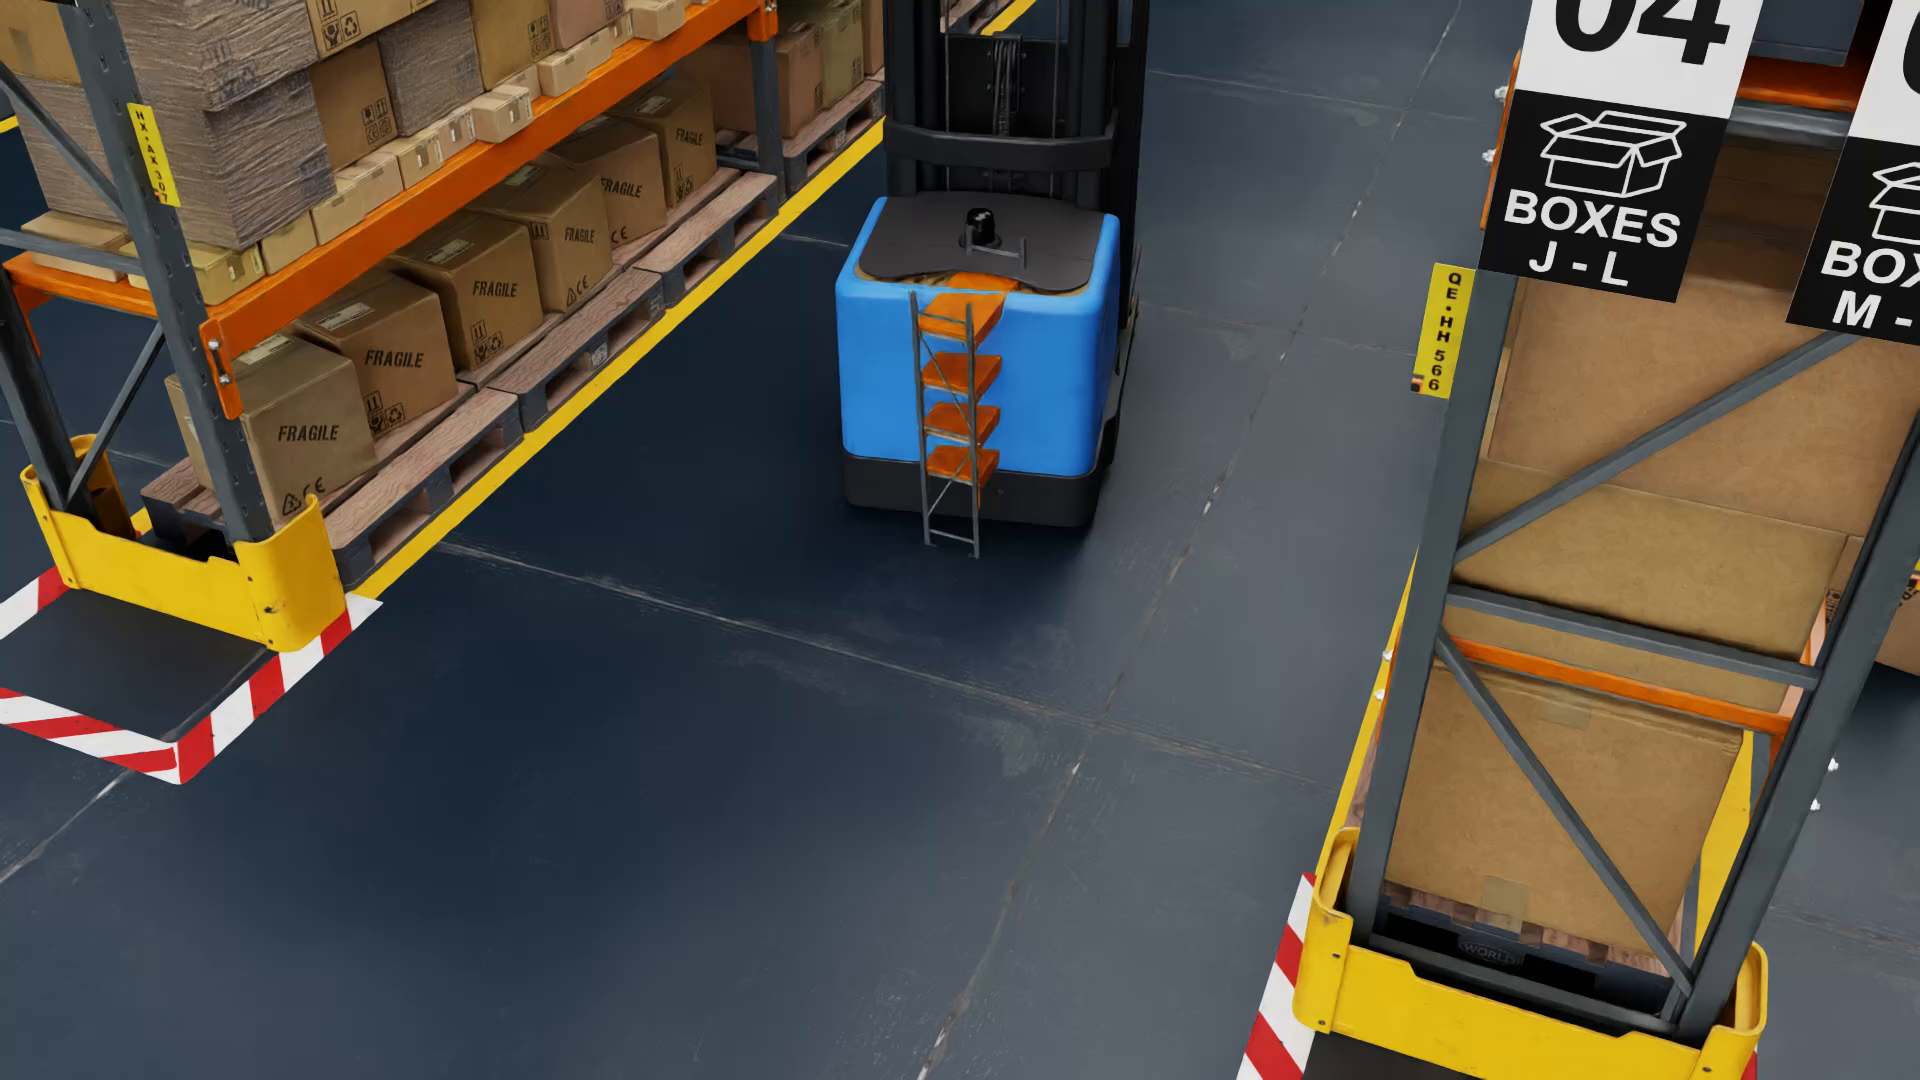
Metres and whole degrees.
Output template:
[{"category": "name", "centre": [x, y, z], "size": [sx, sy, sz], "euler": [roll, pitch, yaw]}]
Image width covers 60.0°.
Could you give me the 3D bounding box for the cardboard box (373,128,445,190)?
[{"category": "cardboard box", "centre": [-2.247, -1.508, 6.472], "size": [0.380, 0.149, 0.250], "euler": [14, 39, 18]}]

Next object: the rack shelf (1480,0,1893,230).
[{"category": "rack shelf", "centre": [2.334, -1.791, 4.736], "size": [1.077, 0.370, 4.000], "euler": [14, 39, 18]}]

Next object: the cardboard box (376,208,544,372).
[{"category": "cardboard box", "centre": [-2.271, -1.146, 7.515], "size": [0.500, 0.500, 0.500], "euler": [18, 40, 22]}]

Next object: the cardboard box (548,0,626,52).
[{"category": "cardboard box", "centre": [-2.001, -2.526, 7.292], "size": [0.875, 0.500, 0.500], "euler": [14, 39, 18]}]

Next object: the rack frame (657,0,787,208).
[{"category": "rack frame", "centre": [-1.453, -3.171, 8.487], "size": [1.000, 3.000, 0.127], "euler": [14, 39, 18]}]

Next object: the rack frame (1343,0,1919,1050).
[{"category": "rack frame", "centre": [1.573, 0.230, 3.937], "size": [1.000, 3.000, 0.127], "euler": [14, 39, 18]}]

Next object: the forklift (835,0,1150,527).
[{"category": "forklift", "centre": [0.268, -2.105, 7.117], "size": [1.130, 2.935, 3.031], "euler": [6, 37, 8]}]

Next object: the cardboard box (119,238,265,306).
[{"category": "cardboard box", "centre": [-2.646, -0.959, 5.737], "size": [0.380, 0.149, 0.250], "euler": [14, 39, 18]}]

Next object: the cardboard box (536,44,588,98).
[{"category": "cardboard box", "centre": [-1.847, -2.057, 7.206], "size": [0.380, 0.149, 0.250], "euler": [14, 39, 18]}]

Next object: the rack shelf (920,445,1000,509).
[{"category": "rack shelf", "centre": [0.061, -0.354, 6.643], "size": [0.258, 0.148, 0.480], "euler": [15, 44, 19]}]

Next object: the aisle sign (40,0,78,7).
[{"category": "aisle sign", "centre": [-2.721, -1.895, 4.608], "size": [0.394, 0.787, 0.004], "euler": [14, 39, 18]}]

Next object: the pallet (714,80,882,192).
[{"category": "pallet", "centre": [-1.158, -2.485, 9.899], "size": [1.003, 0.211, 1.213], "euler": [14, 39, 18]}]

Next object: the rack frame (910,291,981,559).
[{"category": "rack frame", "centre": [-0.049, -0.406, 6.303], "size": [0.240, 1.200, 0.015], "euler": [15, 44, 19]}]

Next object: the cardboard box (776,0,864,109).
[{"category": "cardboard box", "centre": [-1.001, -2.941, 9.899], "size": [0.700, 0.500, 0.500], "euler": [14, 39, 17]}]

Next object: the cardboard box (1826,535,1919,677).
[{"category": "cardboard box", "centre": [3.454, 0.109, 6.185], "size": [0.500, 0.500, 0.500], "euler": [21, 42, 25]}]

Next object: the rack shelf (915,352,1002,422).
[{"category": "rack shelf", "centre": [0.047, -0.672, 6.366], "size": [0.258, 0.148, 0.480], "euler": [15, 44, 19]}]

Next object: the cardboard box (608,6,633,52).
[{"category": "cardboard box", "centre": [-1.727, -2.351, 7.600], "size": [0.380, 0.149, 0.250], "euler": [14, 39, 18]}]

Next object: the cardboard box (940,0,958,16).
[{"category": "cardboard box", "centre": [-0.367, -3.875, 11.149], "size": [0.700, 0.500, 0.500], "euler": [11, 38, 14]}]

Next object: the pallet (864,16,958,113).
[{"category": "pallet", "centre": [-0.696, -3.163, 10.806], "size": [1.003, 0.211, 1.213], "euler": [14, 39, 18]}]

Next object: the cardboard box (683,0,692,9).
[{"category": "cardboard box", "centre": [-1.518, -2.623, 7.964], "size": [0.380, 0.149, 0.250], "euler": [14, 39, 18]}]

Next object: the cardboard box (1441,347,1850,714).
[{"category": "cardboard box", "centre": [1.673, -0.046, 4.181], "size": [0.875, 0.550, 0.550], "euler": [14, 39, 18]}]

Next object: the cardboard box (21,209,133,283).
[{"category": "cardboard box", "centre": [-3.058, -1.060, 5.873], "size": [0.380, 0.149, 0.250], "euler": [14, 39, 18]}]

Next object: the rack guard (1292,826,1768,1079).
[{"category": "rack guard", "centre": [1.564, 1.244, 4.668], "size": [1.175, 0.500, 0.348], "euler": [14, 39, 18]}]

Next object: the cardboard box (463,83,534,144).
[{"category": "cardboard box", "centre": [-1.986, -1.767, 6.819], "size": [0.380, 0.149, 0.250], "euler": [14, 39, 18]}]

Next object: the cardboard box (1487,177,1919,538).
[{"category": "cardboard box", "centre": [1.750, -0.460, 3.832], "size": [0.875, 0.550, 0.550], "euler": [14, 39, 18]}]

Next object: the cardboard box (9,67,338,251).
[{"category": "cardboard box", "centre": [-2.740, -1.414, 5.804], "size": [0.875, 0.500, 0.500], "euler": [14, 39, 18]}]

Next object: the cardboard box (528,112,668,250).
[{"category": "cardboard box", "centre": [-1.853, -1.807, 8.399], "size": [0.500, 0.500, 0.500], "euler": [27, 45, 32]}]

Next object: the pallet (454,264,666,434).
[{"category": "pallet", "centre": [-2.139, -0.996, 7.906], "size": [1.003, 0.211, 1.213], "euler": [14, 39, 18]}]

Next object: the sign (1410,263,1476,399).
[{"category": "sign", "centre": [1.077, -0.460, 3.695], "size": [0.100, 0.325, 0.005], "euler": [14, 39, 18]}]

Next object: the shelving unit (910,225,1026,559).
[{"category": "shelving unit", "centre": [0.052, -0.554, 6.469], "size": [0.258, 1.200, 0.503], "euler": [15, 44, 19]}]

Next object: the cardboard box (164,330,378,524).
[{"category": "cardboard box", "centre": [-2.722, -0.465, 6.604], "size": [0.500, 0.500, 0.500], "euler": [21, 42, 26]}]

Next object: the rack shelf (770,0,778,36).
[{"category": "rack shelf", "centre": [-0.692, -3.990, 10.184], "size": [1.077, 0.370, 4.000], "euler": [14, 39, 18]}]

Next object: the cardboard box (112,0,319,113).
[{"category": "cardboard box", "centre": [-2.514, -1.758, 5.430], "size": [0.500, 0.500, 0.500], "euler": [14, 39, 18]}]

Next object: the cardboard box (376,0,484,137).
[{"category": "cardboard box", "centre": [-2.431, -1.985, 6.568], "size": [0.875, 0.500, 0.500], "euler": [14, 39, 18]}]

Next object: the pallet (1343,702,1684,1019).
[{"category": "pallet", "centre": [1.805, 0.886, 5.388], "size": [1.003, 0.211, 1.213], "euler": [14, 39, 18]}]

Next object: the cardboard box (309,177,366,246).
[{"category": "cardboard box", "centre": [-2.424, -1.228, 6.097], "size": [0.380, 0.149, 0.250], "euler": [14, 39, 18]}]

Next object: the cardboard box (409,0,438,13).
[{"category": "cardboard box", "centre": [-2.128, -2.311, 6.169], "size": [0.500, 0.500, 0.500], "euler": [14, 39, 18]}]

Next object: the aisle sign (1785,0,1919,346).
[{"category": "aisle sign", "centre": [1.824, -0.704, 3.015], "size": [0.394, 0.787, 0.004], "euler": [14, 39, 18]}]
